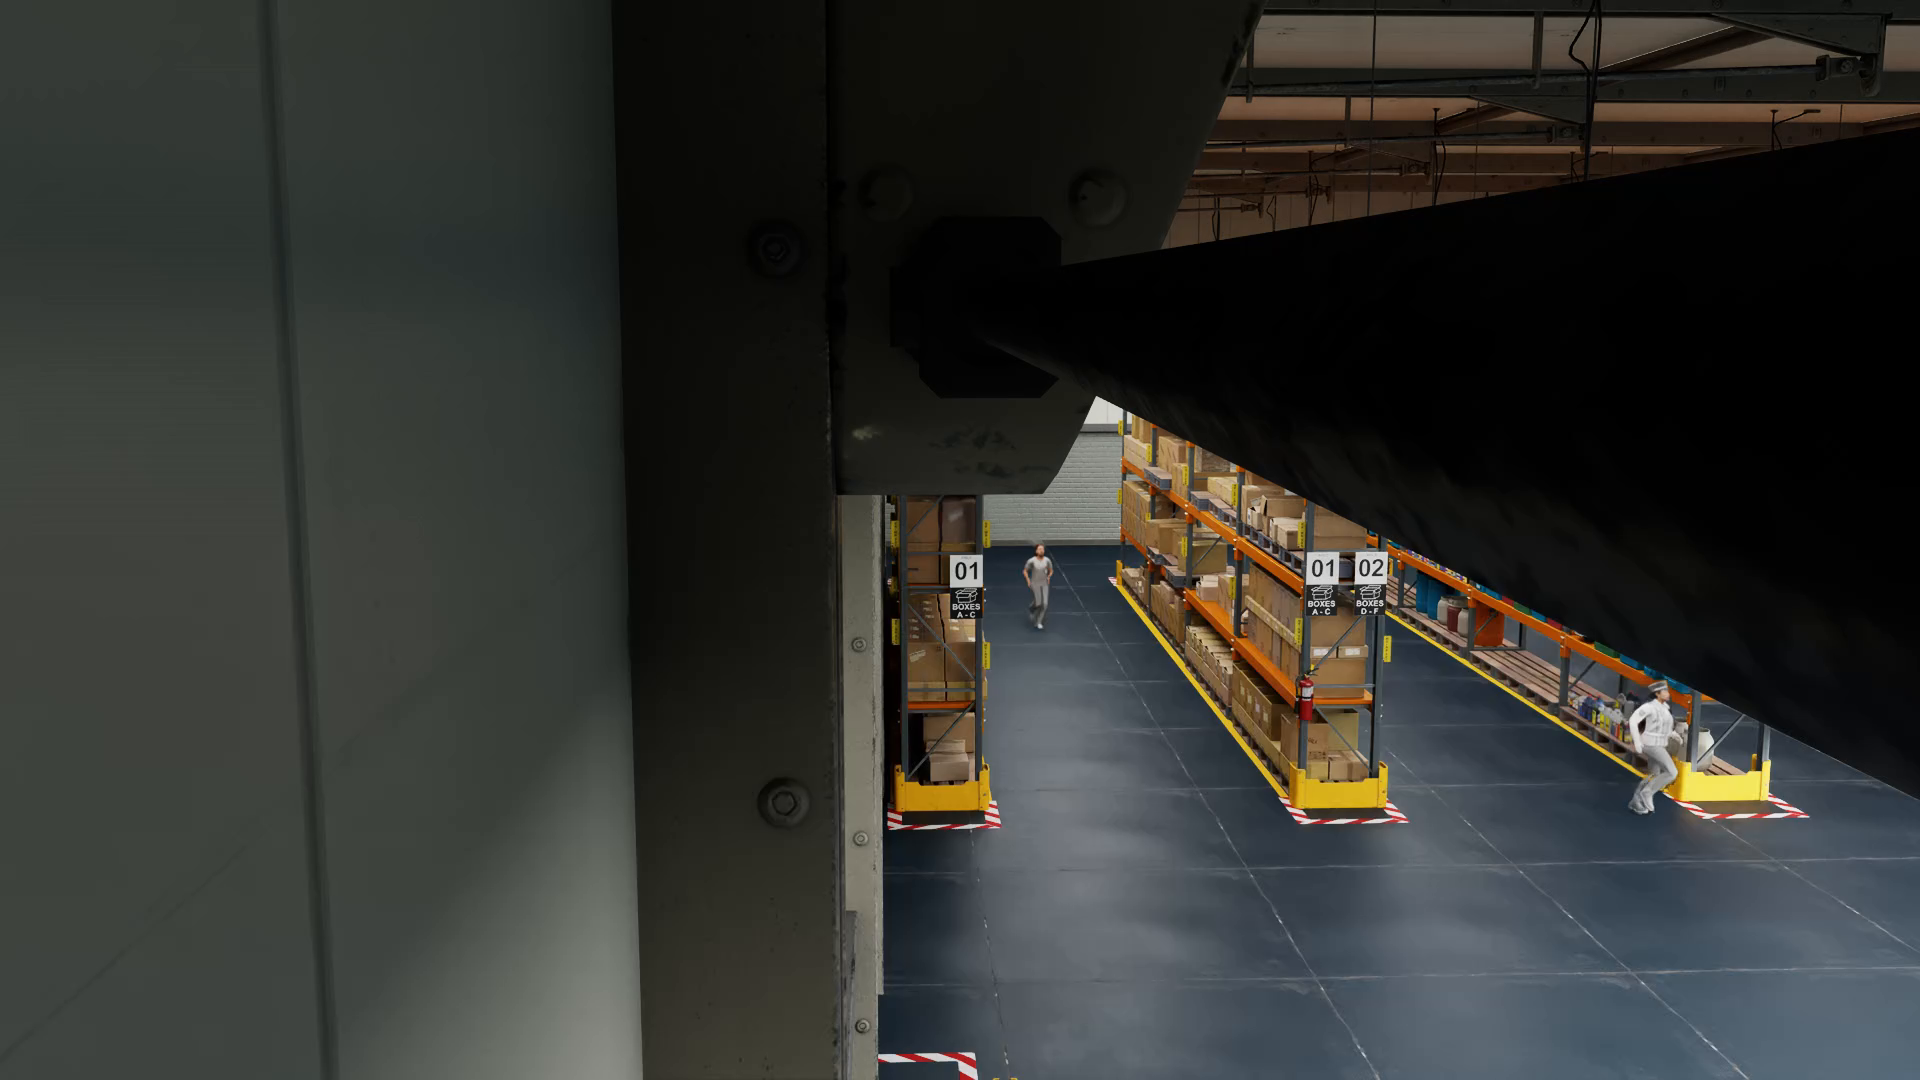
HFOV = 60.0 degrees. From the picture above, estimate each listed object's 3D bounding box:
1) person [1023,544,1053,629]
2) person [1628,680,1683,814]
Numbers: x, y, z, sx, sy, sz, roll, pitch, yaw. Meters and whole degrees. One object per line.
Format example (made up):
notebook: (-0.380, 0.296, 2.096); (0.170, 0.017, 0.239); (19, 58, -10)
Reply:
person: (1.513, 0.875, 31.648); (0.565, 1.624, 0.565); (-2, 9, -15)
person: (8.557, 2.526, 20.348); (0.611, 1.647, 0.568); (-8, 12, -44)
